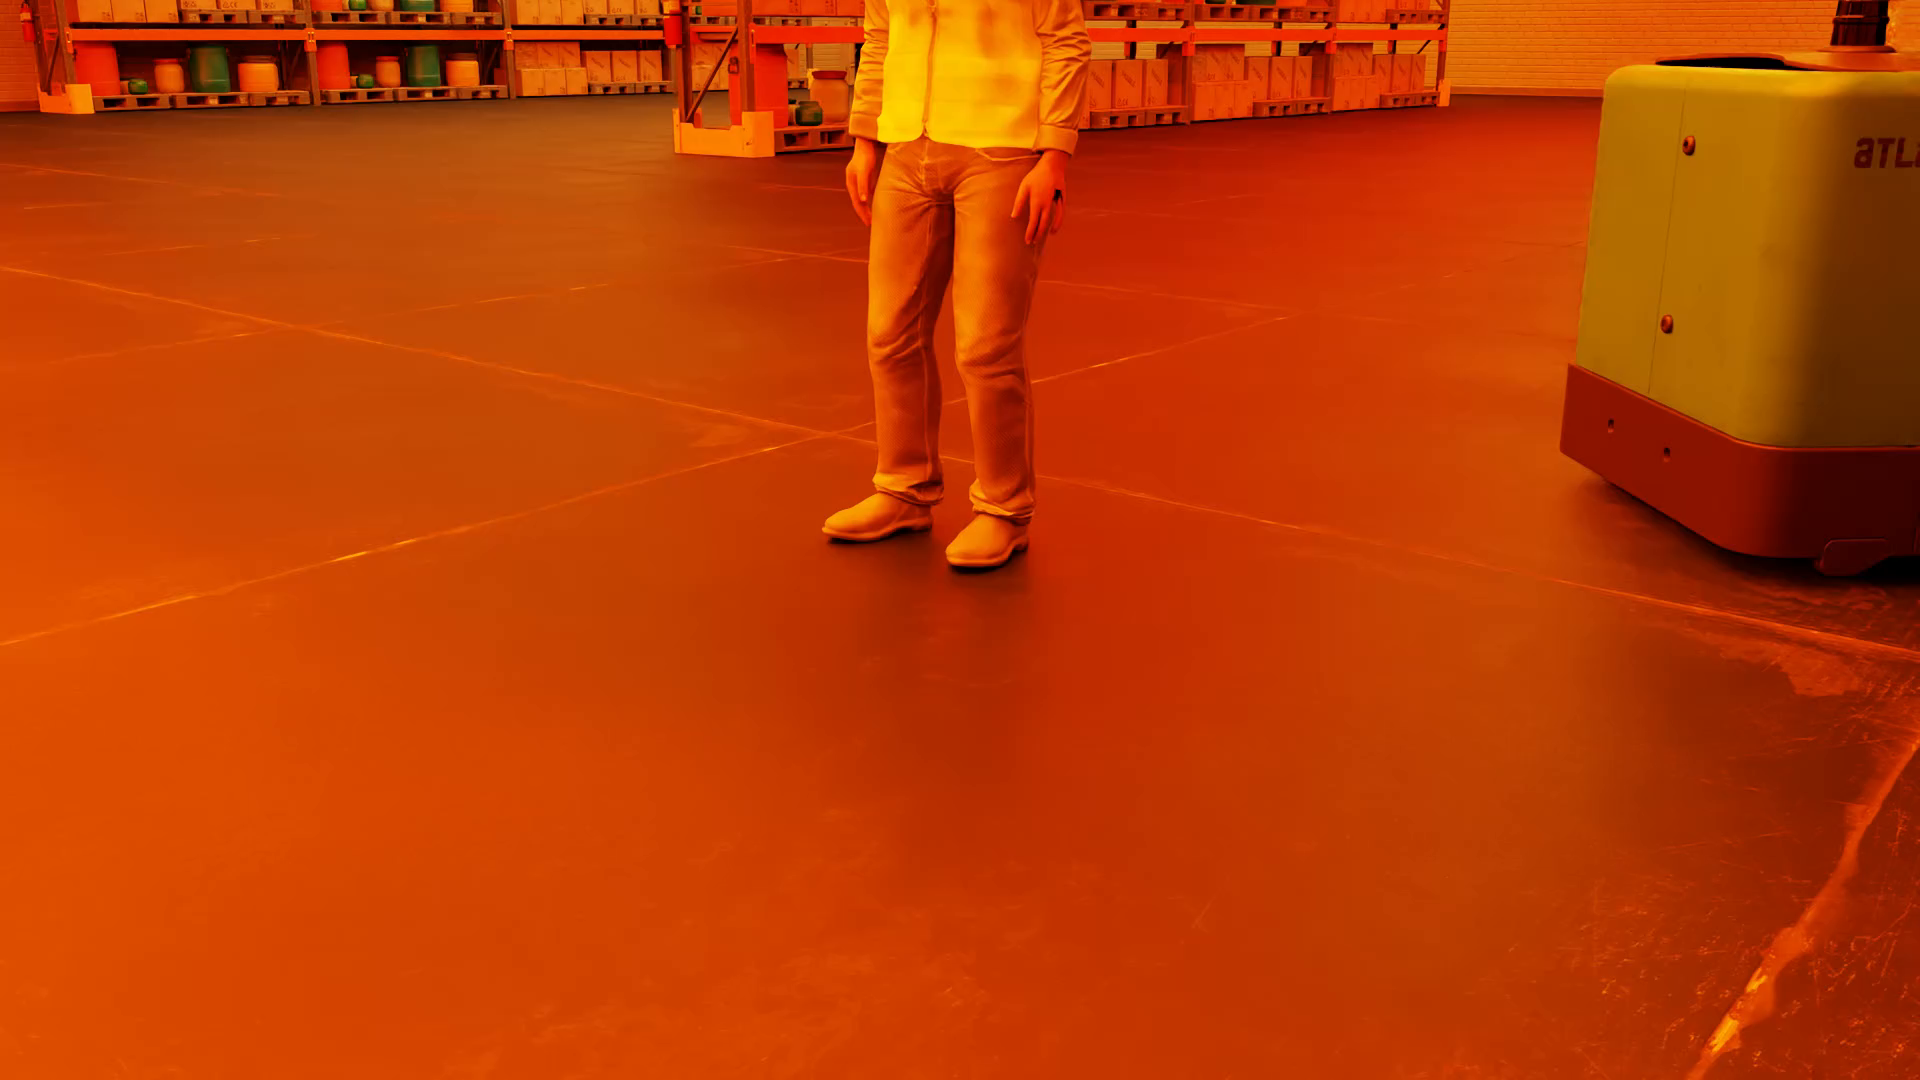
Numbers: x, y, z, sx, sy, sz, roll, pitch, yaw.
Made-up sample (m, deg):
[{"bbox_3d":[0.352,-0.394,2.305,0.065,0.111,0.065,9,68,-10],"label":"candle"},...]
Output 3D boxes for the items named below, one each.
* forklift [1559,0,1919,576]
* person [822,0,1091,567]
[{"bbox_3d":[3.151,-1.469,3.735,3.031,2.935,1.130,-1,17,-3],"label":"forklift"},{"bbox_3d":[-0.003,-0.838,3.656,0.589,1.770,0.463,12,21,34],"label":"person"}]
